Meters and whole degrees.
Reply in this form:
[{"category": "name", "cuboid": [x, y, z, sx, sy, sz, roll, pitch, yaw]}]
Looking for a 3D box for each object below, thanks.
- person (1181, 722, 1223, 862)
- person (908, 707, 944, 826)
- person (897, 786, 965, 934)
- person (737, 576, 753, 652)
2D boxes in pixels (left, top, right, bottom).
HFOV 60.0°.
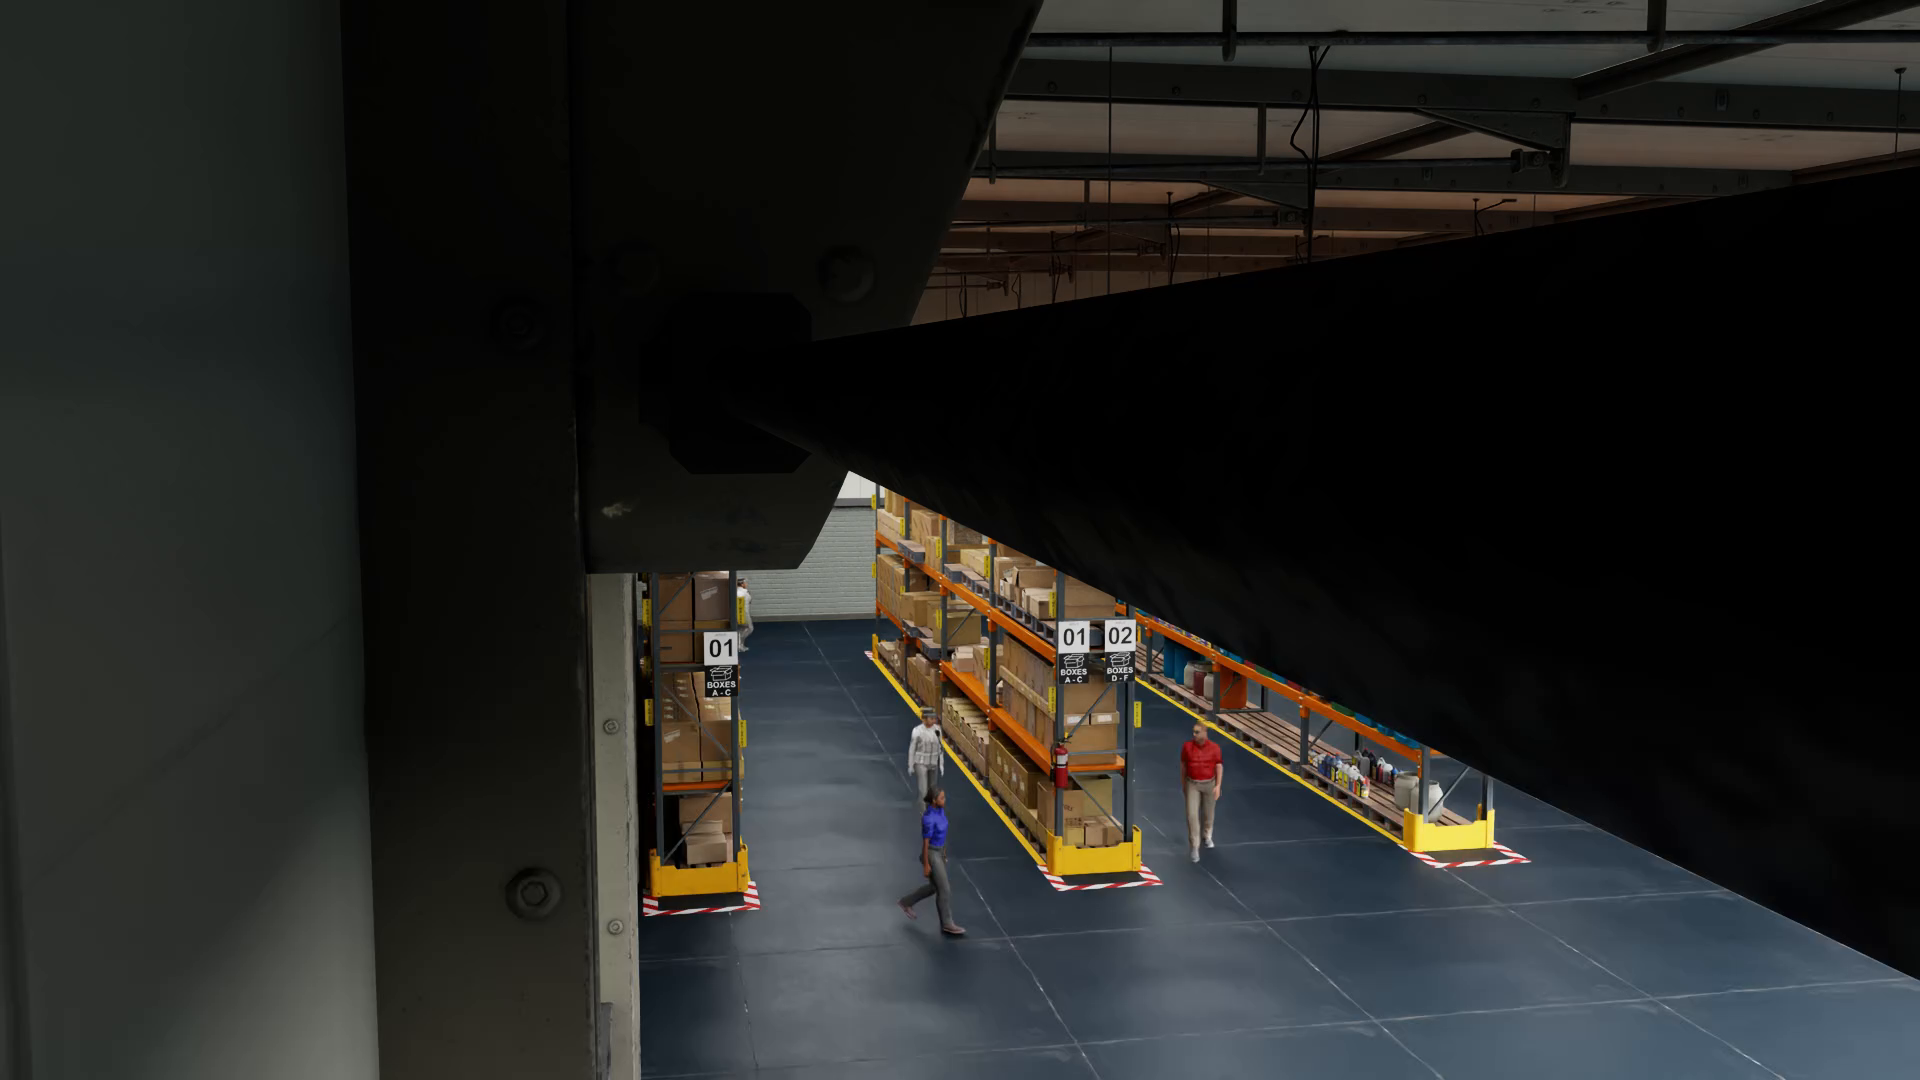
[{"category": "person", "cuboid": [3.152, 3.251, 21.720, 0.557, 1.725, 0.849, 1, 6, 10]}, {"category": "person", "cuboid": [-0.486, 3.135, 23.255, 0.495, 1.634, 0.816, -4, 7, -32]}, {"category": "person", "cuboid": [-0.316, 3.587, 18.824, 0.841, 1.611, 0.500, 2, 6, 15]}, {"category": "person", "cuboid": [-4.850, 1.654, 37.309, 0.394, 1.693, 0.505, -1, 6, -11]}]
